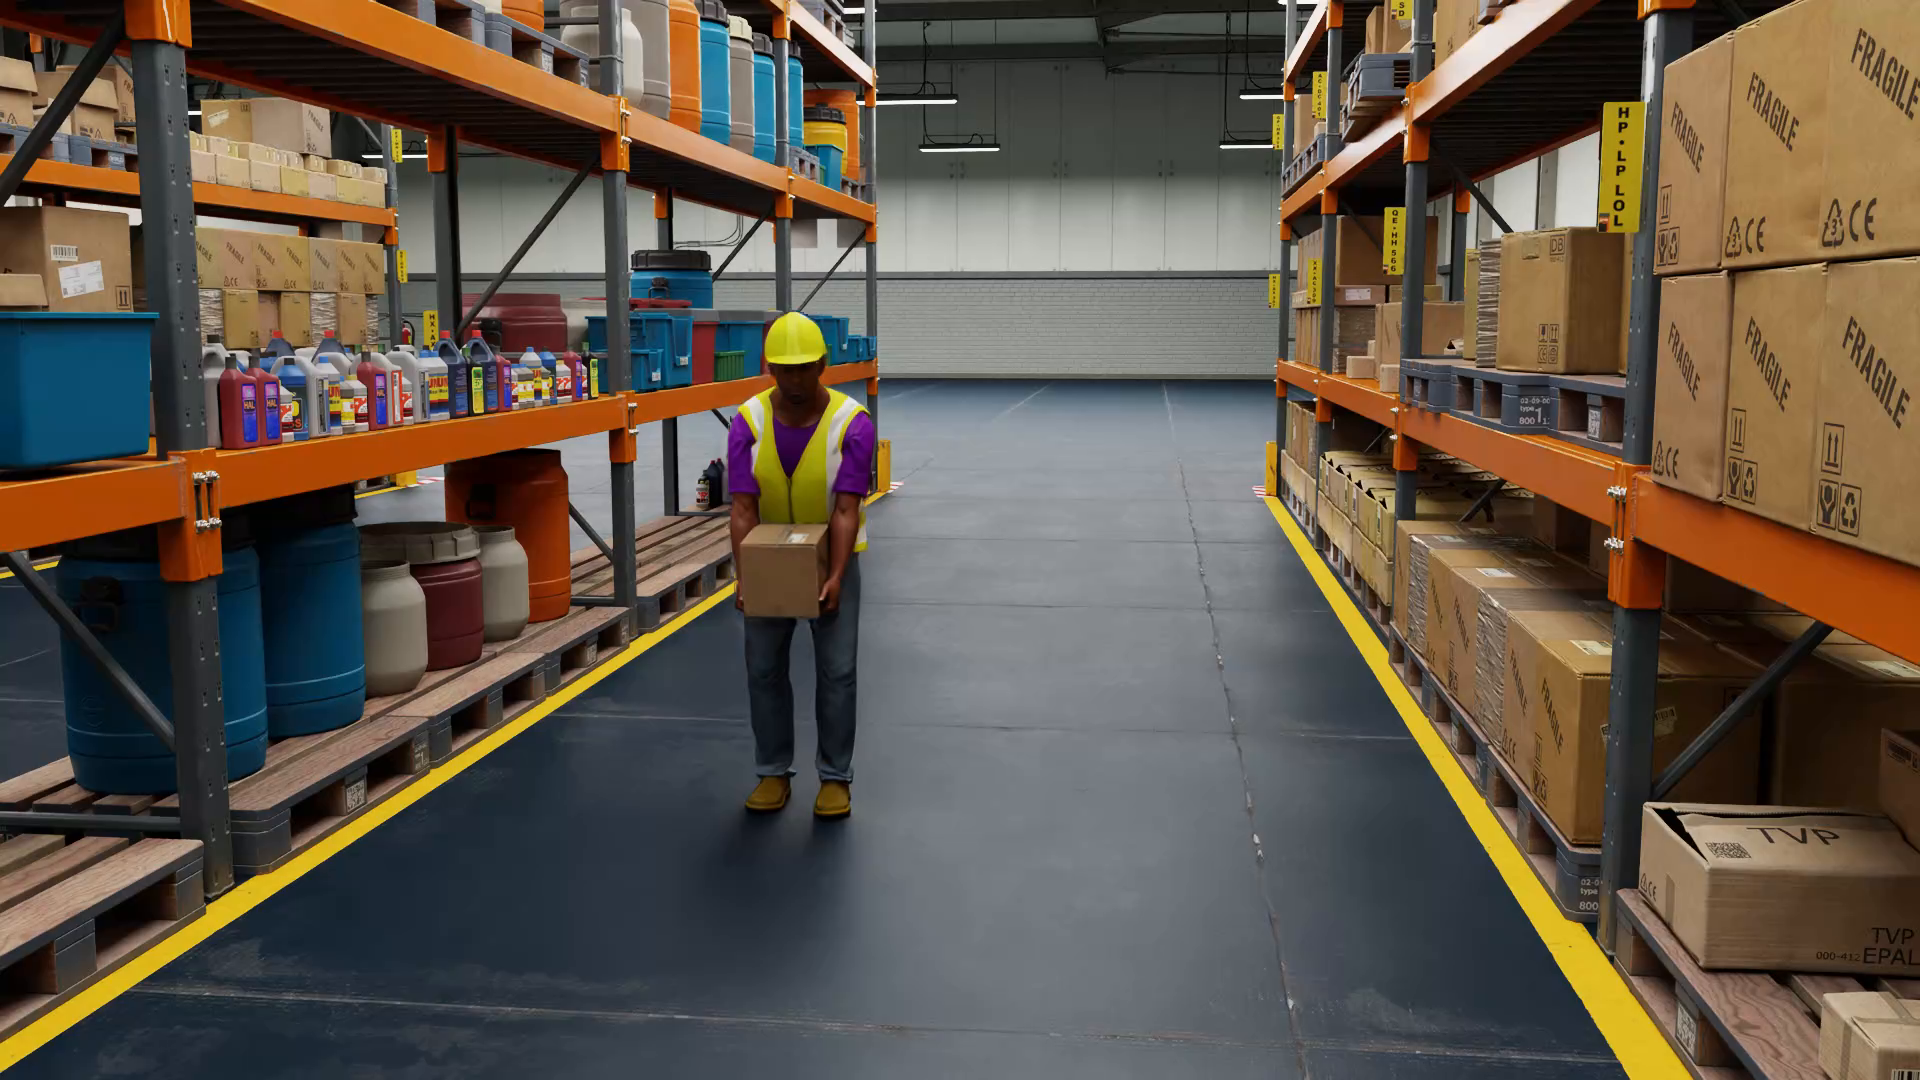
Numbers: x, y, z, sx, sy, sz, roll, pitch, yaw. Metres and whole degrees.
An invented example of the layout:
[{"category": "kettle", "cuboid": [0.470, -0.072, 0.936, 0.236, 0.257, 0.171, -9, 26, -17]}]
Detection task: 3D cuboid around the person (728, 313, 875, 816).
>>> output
[{"category": "person", "cuboid": [-0.537, 0.091, 5.688, 0.493, 1.718, 0.612, 1, 8, 5]}]
